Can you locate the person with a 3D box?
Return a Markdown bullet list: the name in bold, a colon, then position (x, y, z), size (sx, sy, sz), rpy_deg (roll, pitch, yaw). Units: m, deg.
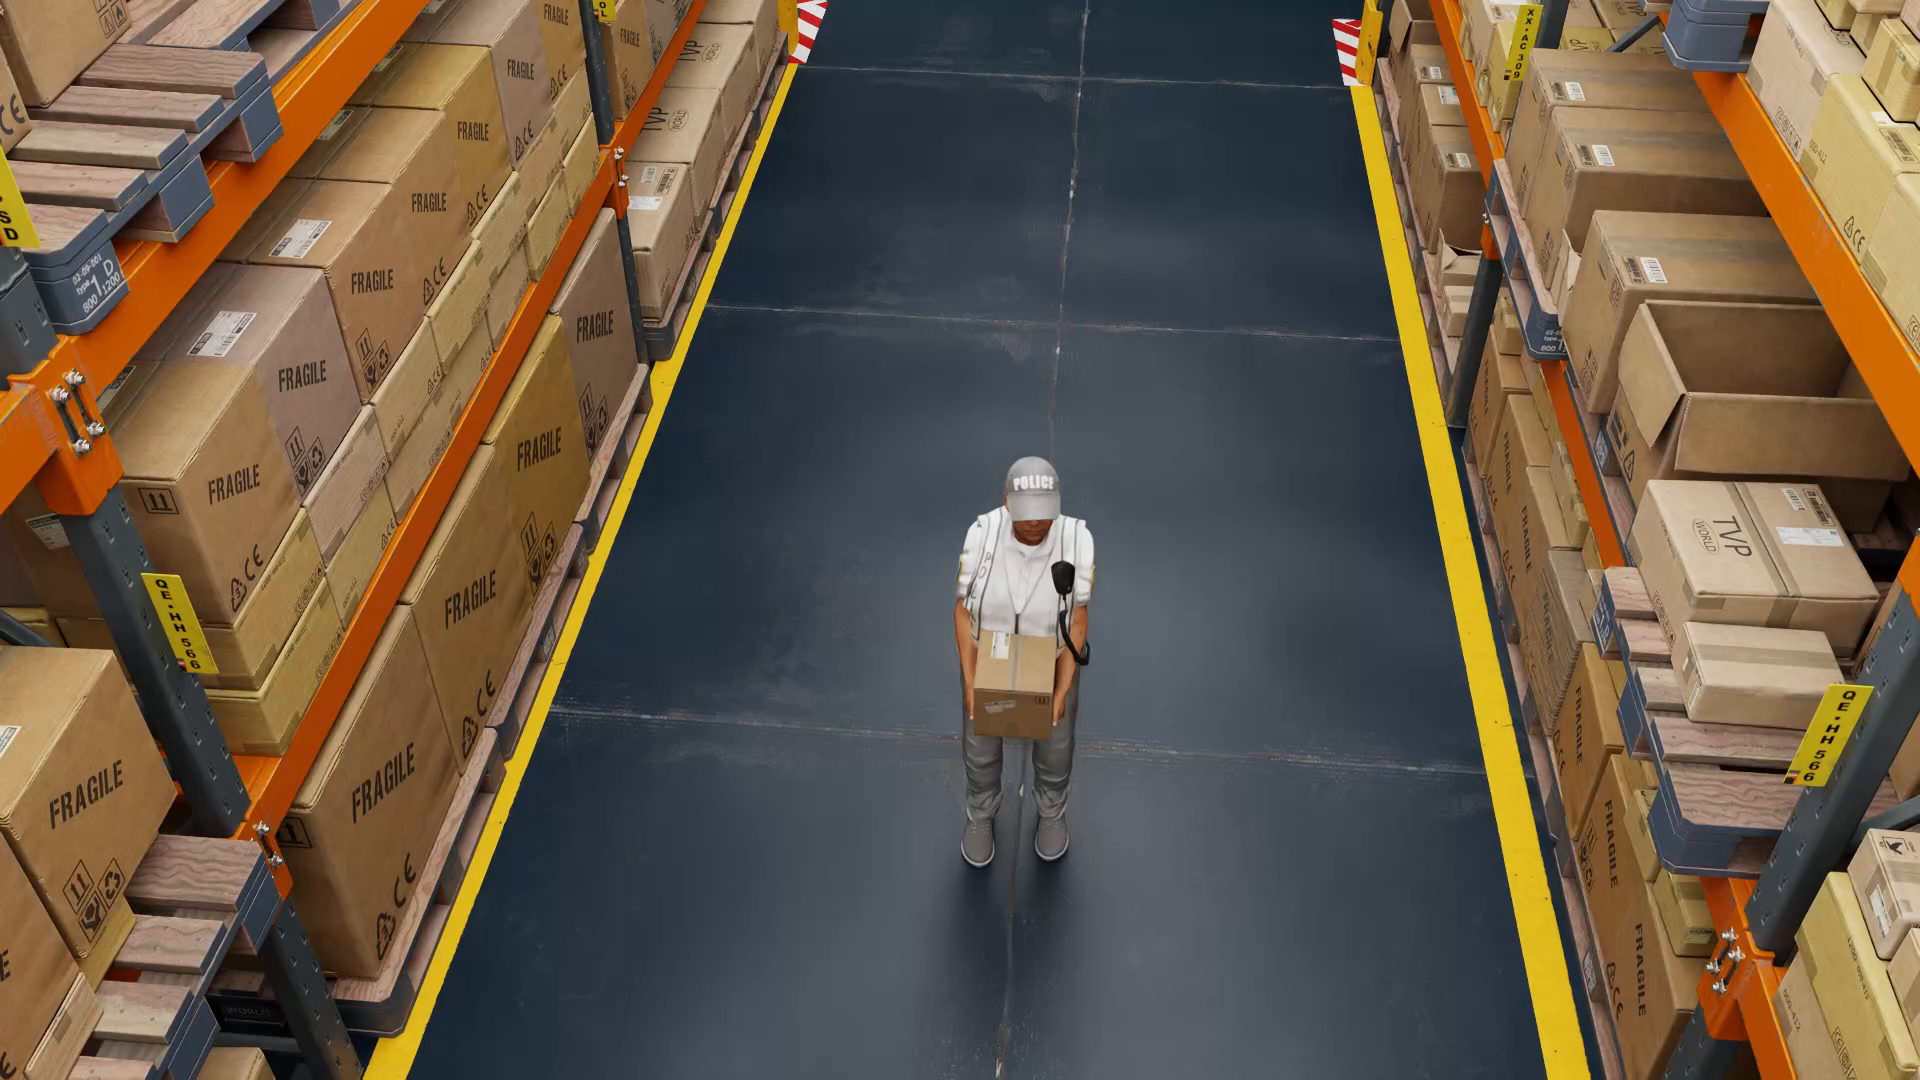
- **person**: position (0.204, 0.473, 5.605), size (0.454, 1.659, 0.520), rpy_deg (4, 40, 4)
